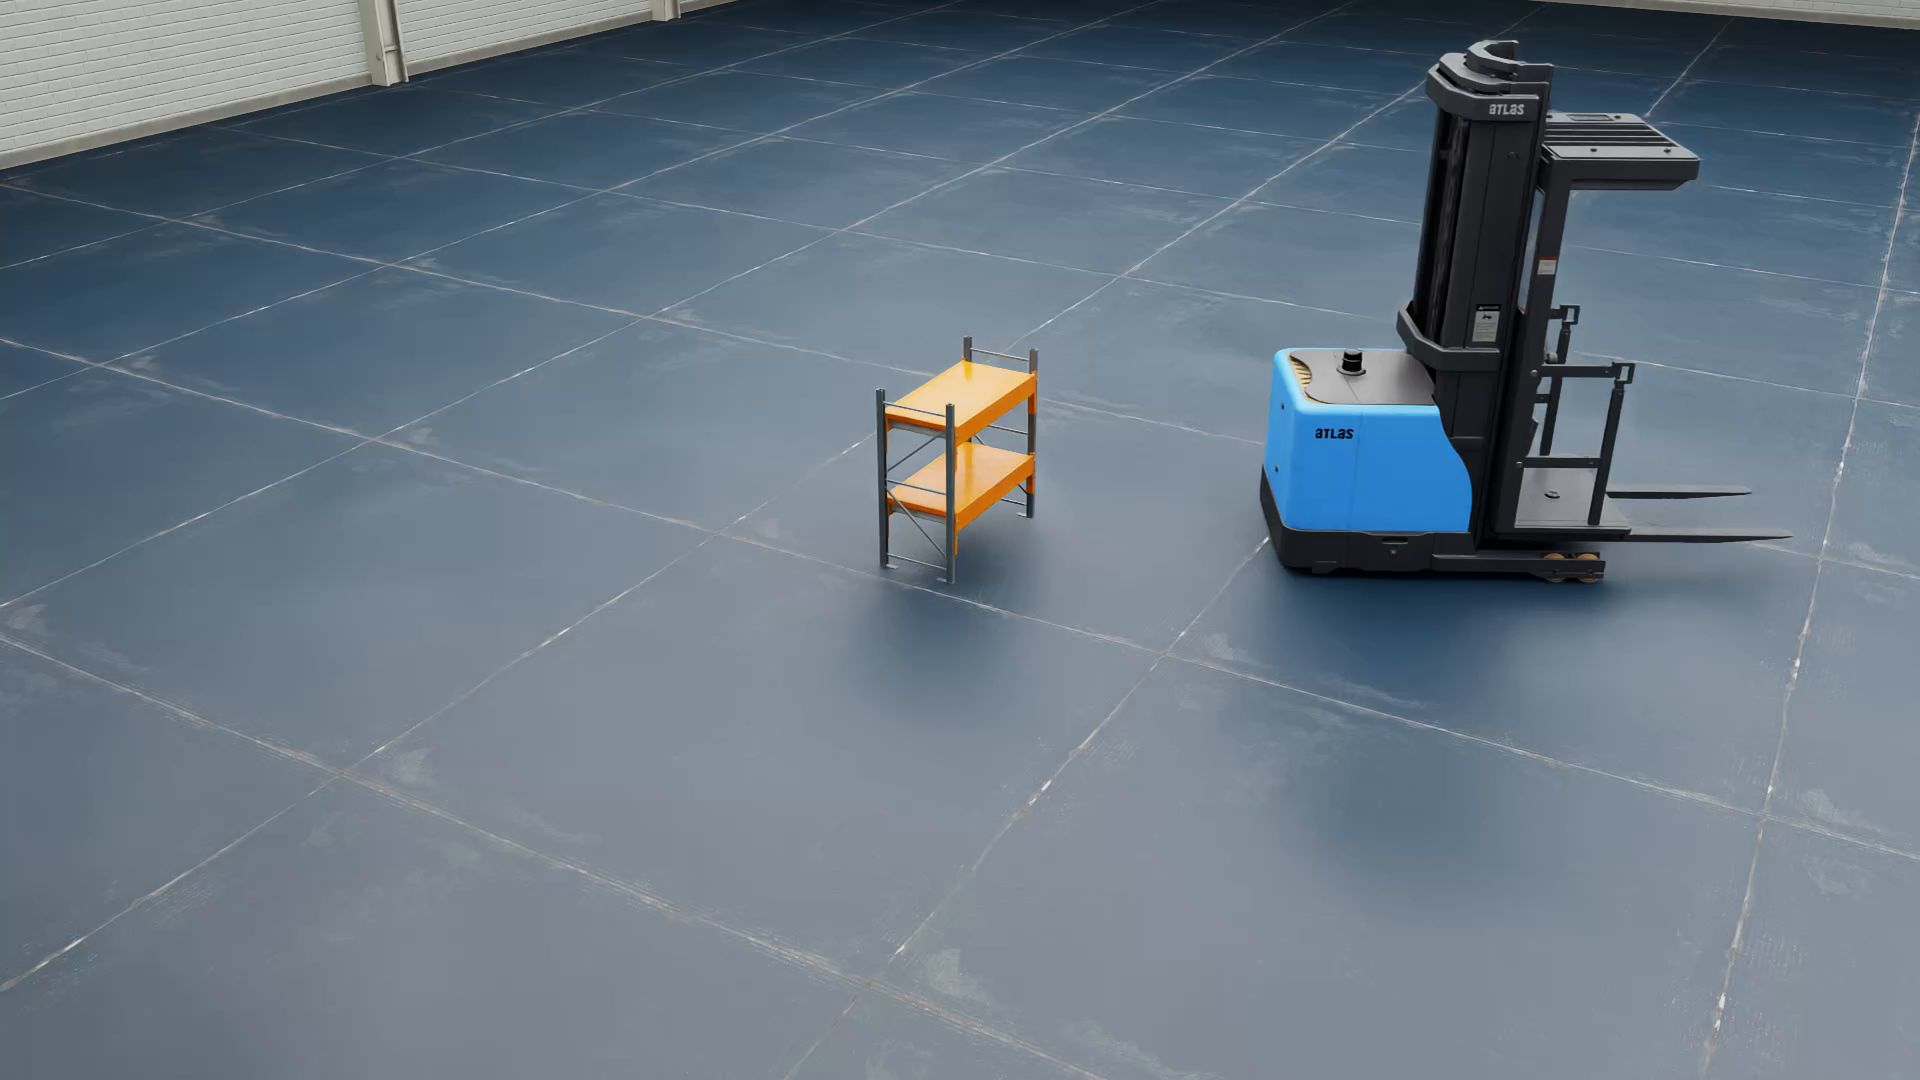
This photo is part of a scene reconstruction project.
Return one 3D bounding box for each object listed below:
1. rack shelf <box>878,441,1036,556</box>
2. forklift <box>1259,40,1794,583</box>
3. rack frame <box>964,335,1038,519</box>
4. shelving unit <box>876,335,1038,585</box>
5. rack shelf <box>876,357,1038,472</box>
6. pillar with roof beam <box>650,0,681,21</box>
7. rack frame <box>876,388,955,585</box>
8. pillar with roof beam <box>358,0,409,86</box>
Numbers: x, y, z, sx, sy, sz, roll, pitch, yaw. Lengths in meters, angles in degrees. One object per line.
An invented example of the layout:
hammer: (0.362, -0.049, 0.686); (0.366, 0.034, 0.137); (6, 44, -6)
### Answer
rack shelf: (-0.003, -0.282, 10.102); (0.538, 0.278, 1.000); (14, 30, 26)
forklift: (3.414, -1.303, 9.579); (3.031, 2.935, 1.130); (1, 27, 1)
rack frame: (0.247, -0.698, 10.389); (0.500, 1.125, 0.032); (14, 30, 26)
shelving unit: (-0.003, -0.500, 9.993); (0.538, 1.125, 1.048); (14, 30, 26)
rack shelf: (-0.003, -0.762, 9.862); (0.538, 0.278, 1.000); (14, 30, 26)
pillar with roof beam: (-1.100, -11.674, 23.519); (9.100, 9.000, 0.400); (14, 30, 26)
rack frame: (-0.253, -0.302, 9.597); (0.500, 1.125, 0.032); (14, 30, 26)
pillar with roof beam: (-4.051, -9.336, 18.848); (9.100, 9.000, 0.400); (14, 30, 26)
